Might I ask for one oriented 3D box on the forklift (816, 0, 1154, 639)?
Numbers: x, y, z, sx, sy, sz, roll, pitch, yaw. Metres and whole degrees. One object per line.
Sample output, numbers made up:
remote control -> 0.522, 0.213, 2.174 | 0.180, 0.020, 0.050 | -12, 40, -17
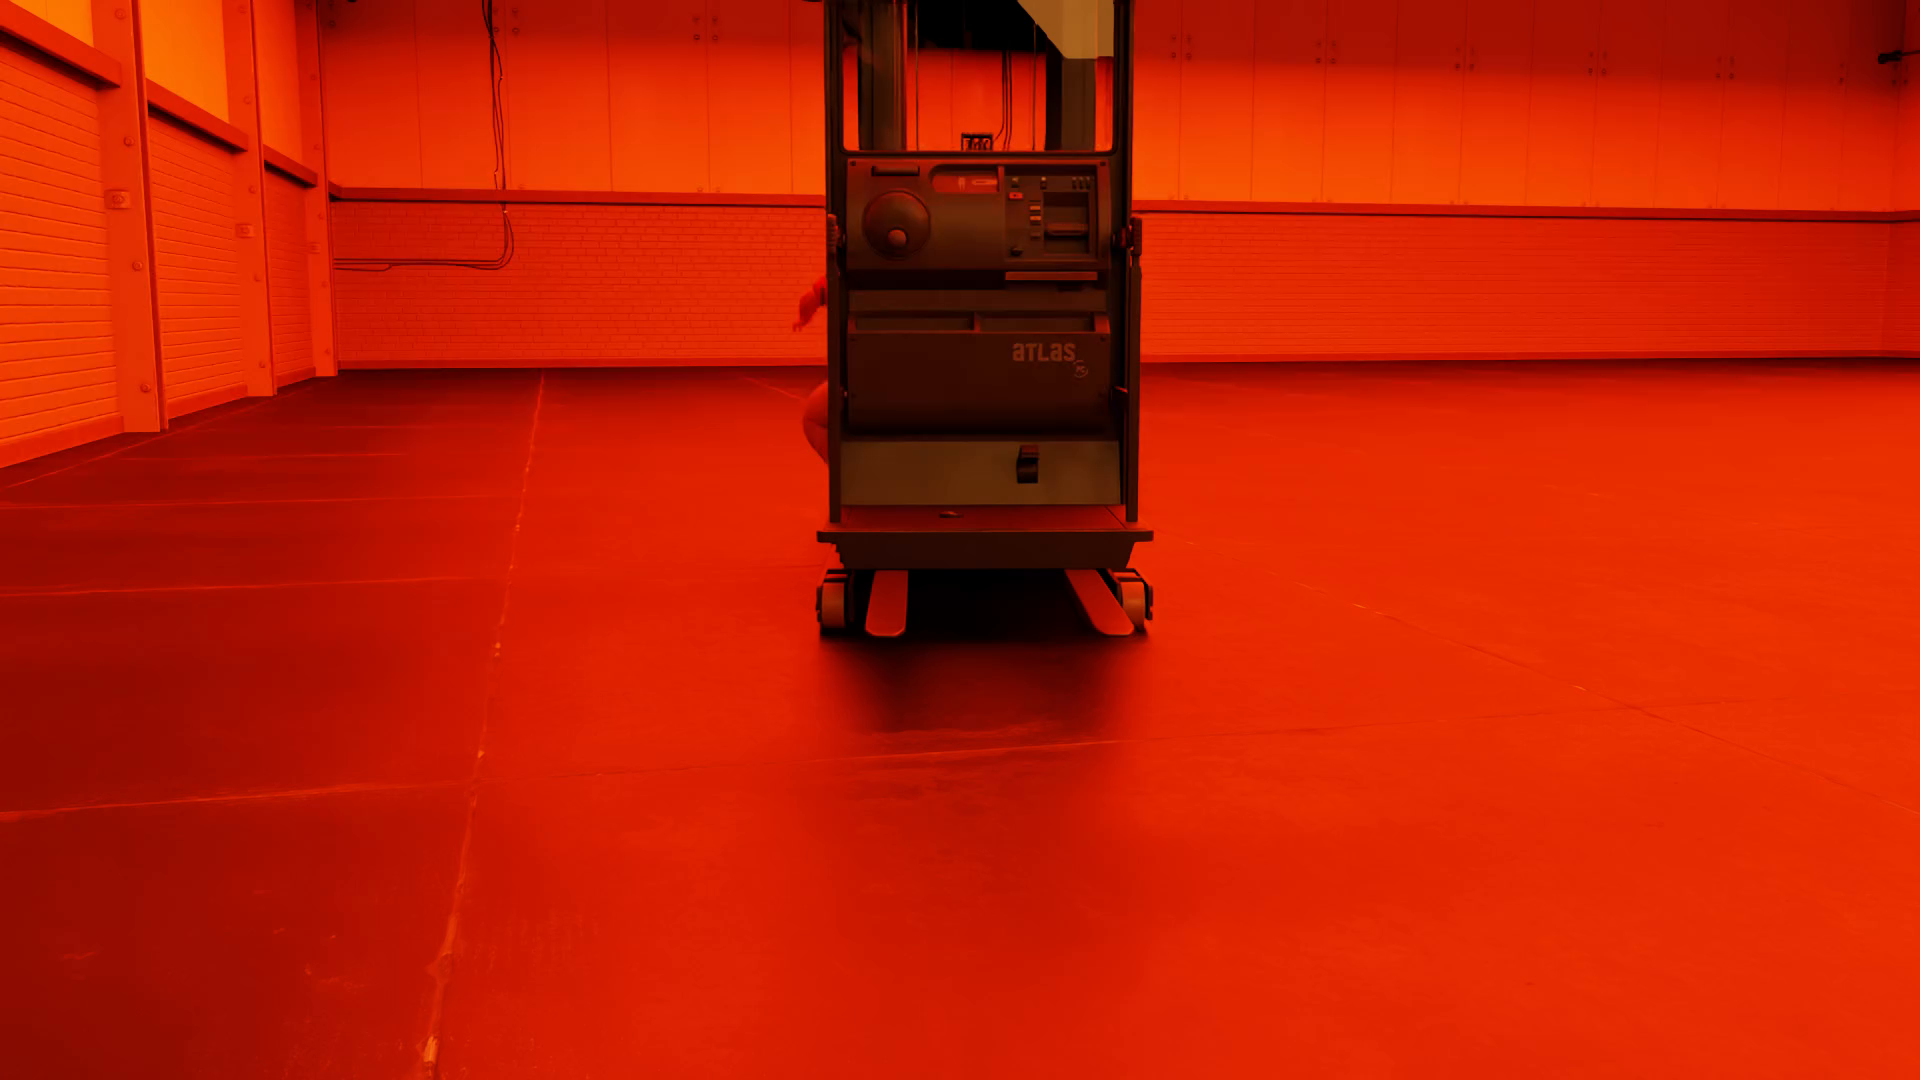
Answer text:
forklift -> 0.072, -1.193, 5.655 | 1.130, 2.935, 3.031 | 0, 8, -1

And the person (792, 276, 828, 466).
person -> -0.345, -0.810, 8.053 | 0.950, 1.522, 0.742 | 0, 8, -1
